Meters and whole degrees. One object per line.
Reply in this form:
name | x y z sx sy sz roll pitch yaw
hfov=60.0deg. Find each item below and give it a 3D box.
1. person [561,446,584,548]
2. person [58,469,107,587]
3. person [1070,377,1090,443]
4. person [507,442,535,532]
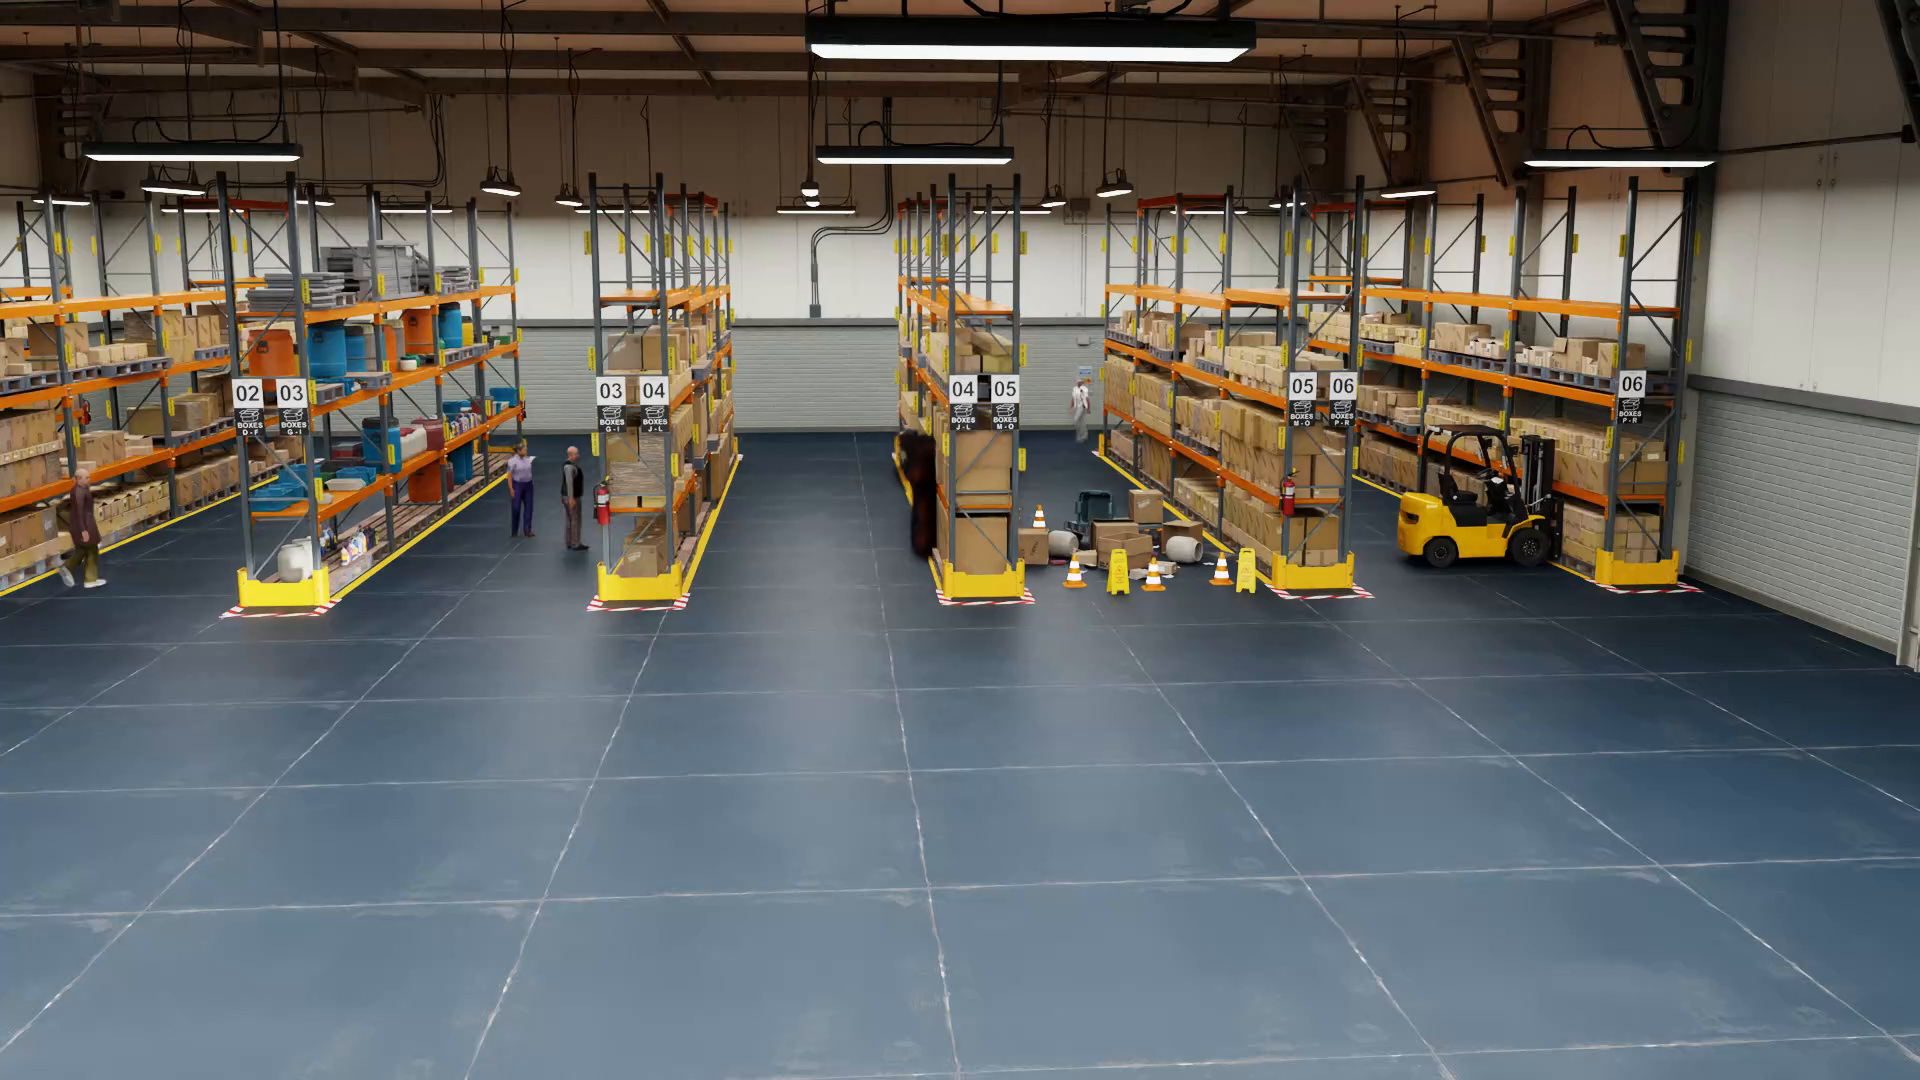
person | -6.419 -0.724 27.605 0.376 1.669 0.586 -4 11 -20
person | -12.975 -0.169 24.476 0.544 1.768 0.678 5 11 27
person | 3.121 -3.375 43.055 0.526 1.724 0.421 -5 11 -26
person | -7.642 -0.913 28.950 0.499 1.583 0.350 -8 13 -39
